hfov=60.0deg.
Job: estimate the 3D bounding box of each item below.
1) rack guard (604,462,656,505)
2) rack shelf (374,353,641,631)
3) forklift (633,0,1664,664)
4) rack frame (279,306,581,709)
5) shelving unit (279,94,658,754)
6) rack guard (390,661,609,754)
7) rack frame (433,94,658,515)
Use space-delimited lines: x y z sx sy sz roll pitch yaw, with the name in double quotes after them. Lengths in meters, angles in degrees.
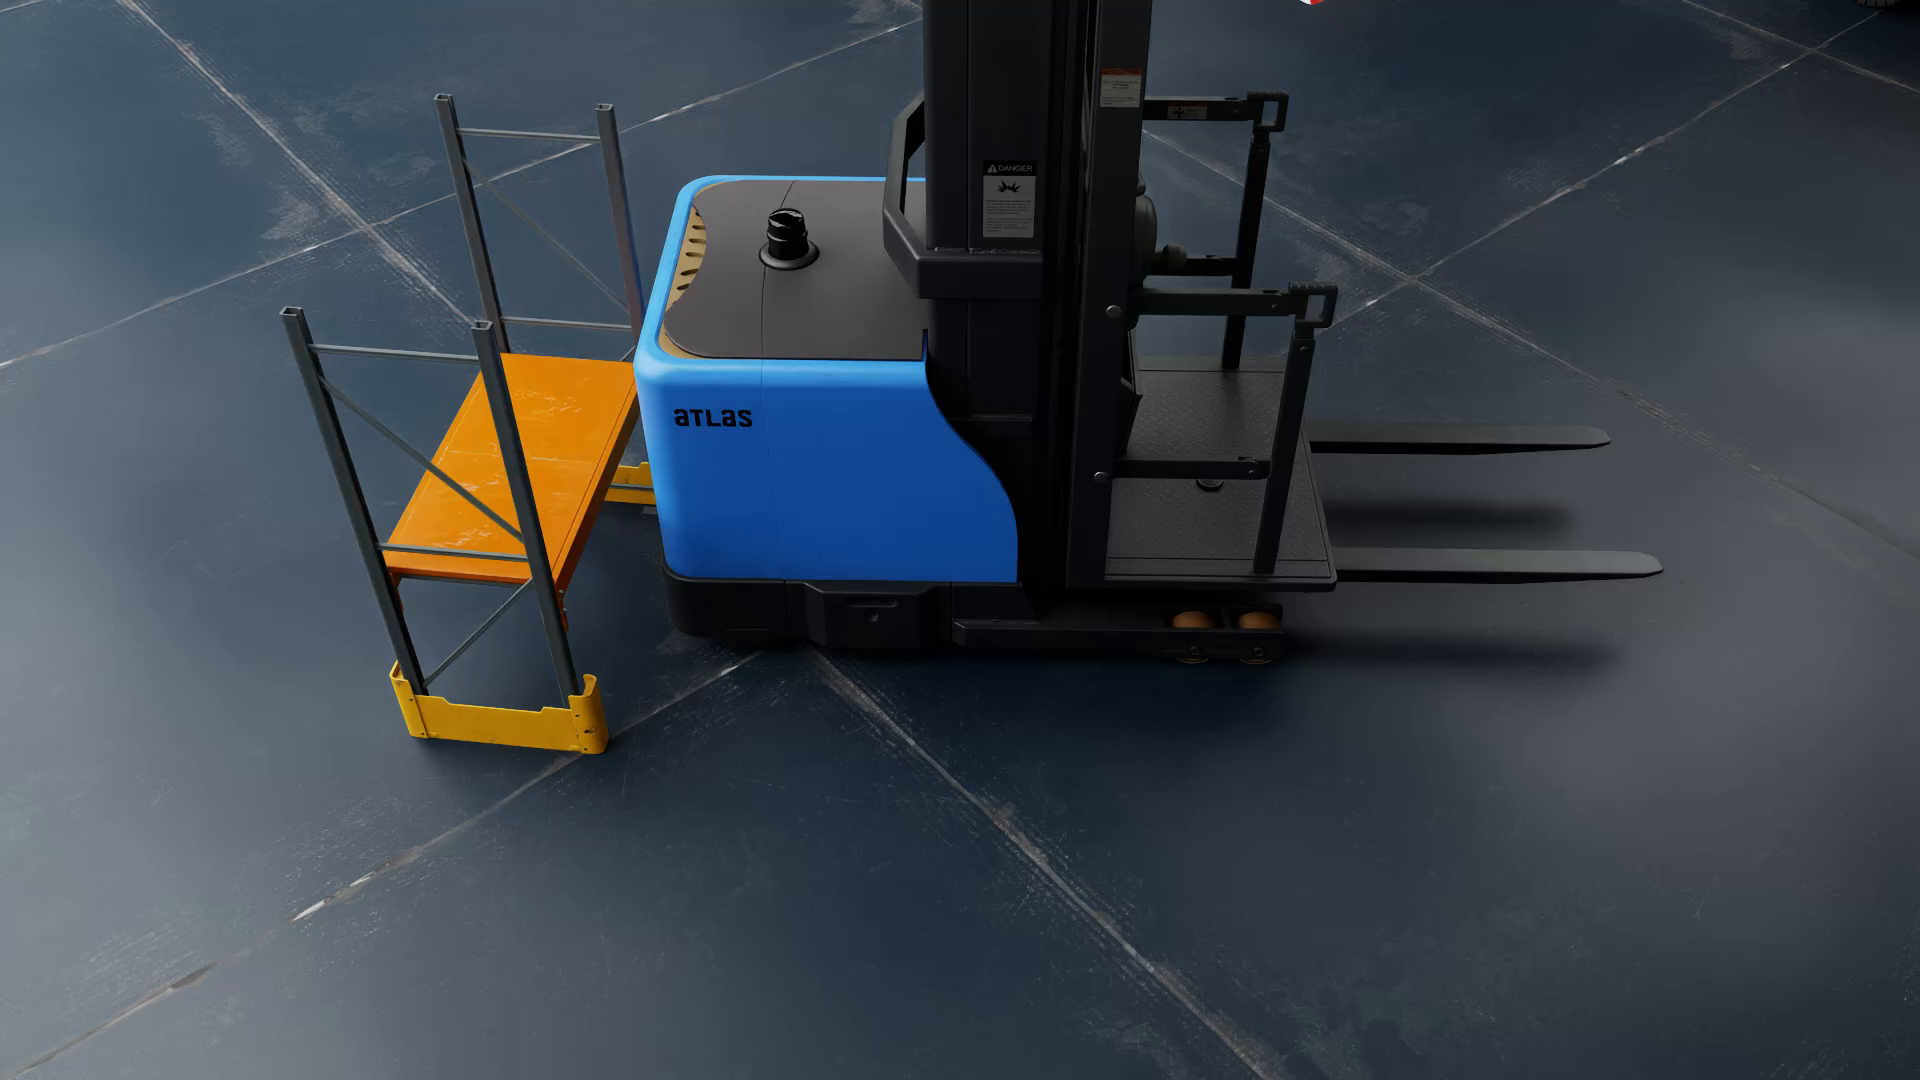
-1.199 -0.199 5.502 0.587 0.250 0.087 5 43 5 "rack guard"
-1.260 -0.179 4.831 0.538 0.185 1.000 5 43 5 "rack shelf"
0.630 -1.060 4.460 3.031 2.935 1.130 1 43 1 "forklift"
-1.322 0.036 4.340 0.500 1.500 0.032 5 43 5 "rack frame"
-1.259 -0.316 4.714 0.587 1.500 1.083 5 43 5 "shelving unit"
-1.319 0.478 4.782 0.587 0.250 0.087 5 43 5 "rack guard"
-1.199 -0.655 5.075 0.500 1.500 0.032 5 43 5 "rack frame"
